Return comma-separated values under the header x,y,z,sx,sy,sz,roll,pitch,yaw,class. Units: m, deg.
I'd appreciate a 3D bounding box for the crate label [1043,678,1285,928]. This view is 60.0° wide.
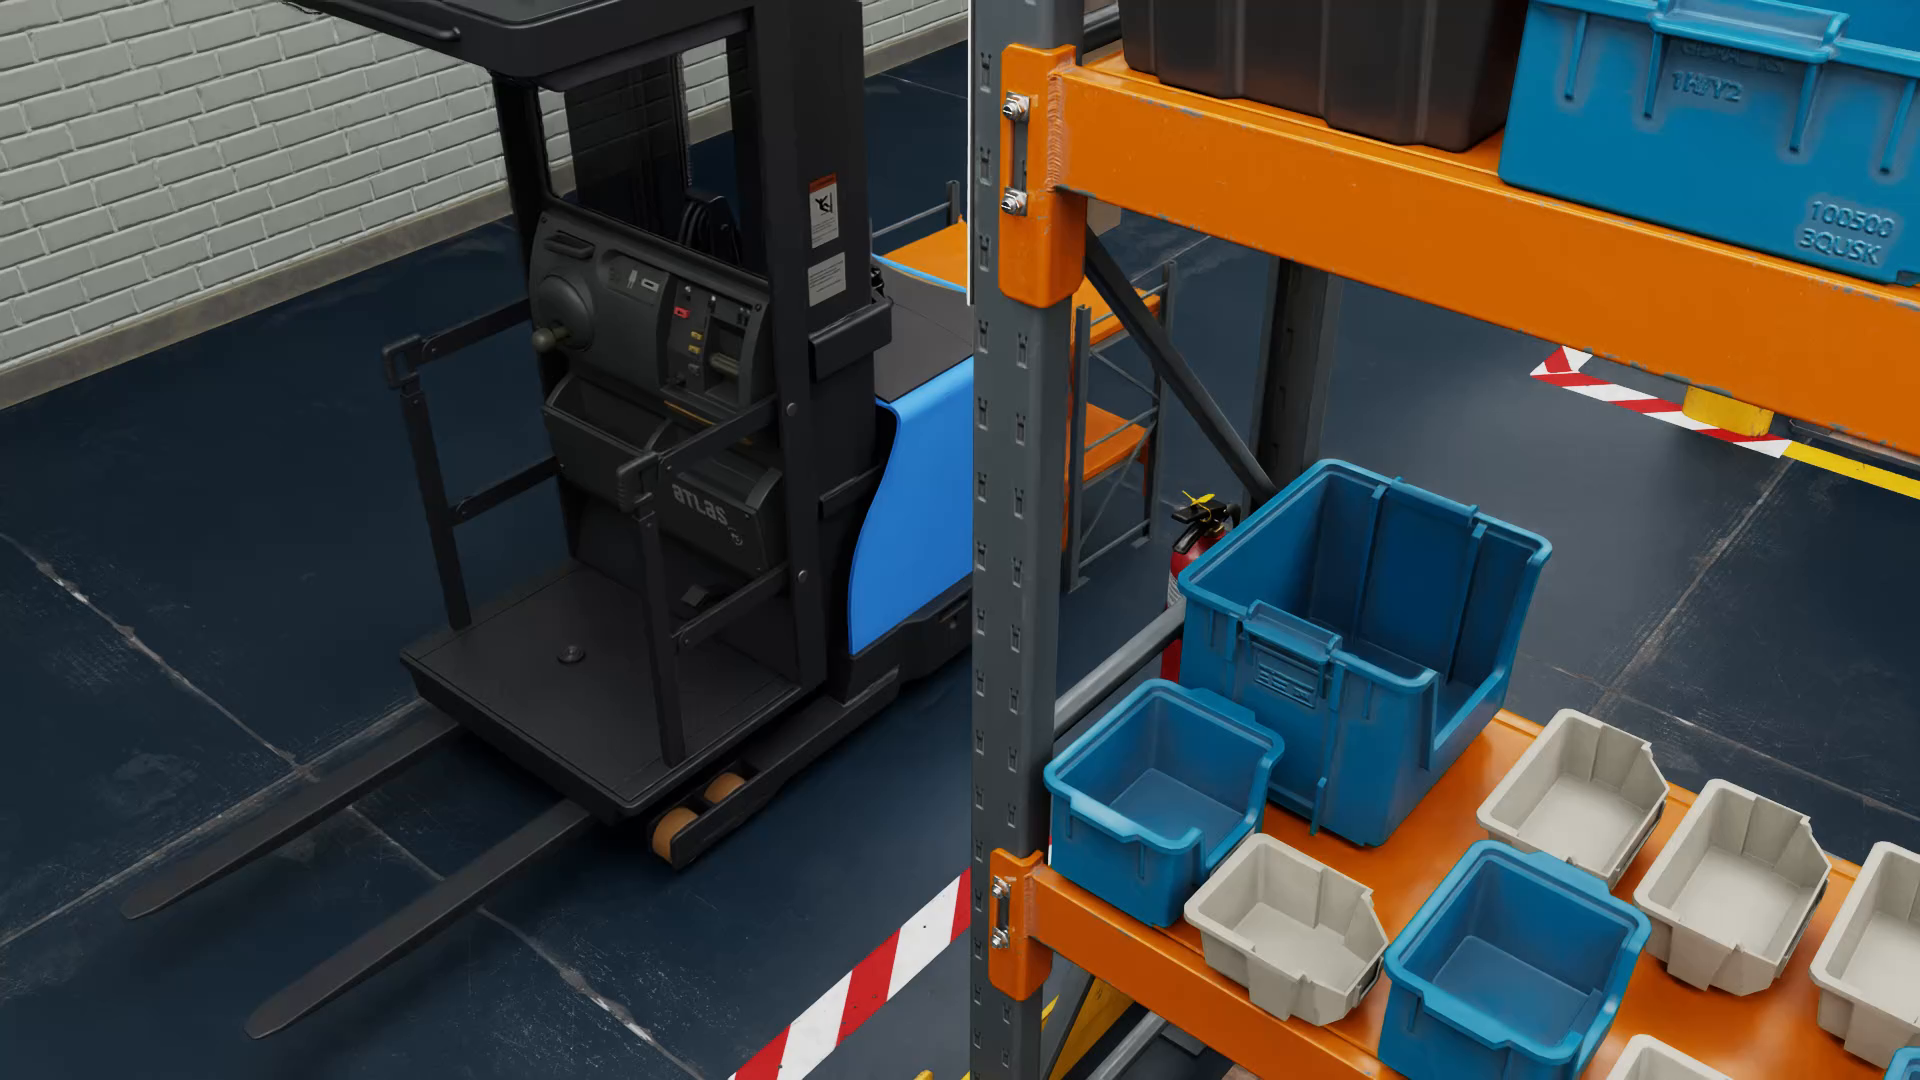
x,y,z,sx,sy,sz,roll,pitch,yaw,class
0.363,0.480,2.996,0.303,0.233,0.416,25,42,32,crate label

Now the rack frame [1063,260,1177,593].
x,y,z,sx,sy,sz,roll,pitch,yaw,class
0.555,-0.381,5.811,0.032,1.125,0.500,28,43,34,rack frame

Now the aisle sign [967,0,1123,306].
x,y,z,sx,sy,sz,roll,pitch,yaw,class
0.139,-0.765,2.418,0.004,0.787,0.394,25,42,32,aisle sign

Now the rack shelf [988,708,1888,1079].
x,y,z,sx,sy,sz,roll,pitch,yaw,class
1.921,1.224,2.453,4.000,0.370,1.077,25,42,32,rack shelf

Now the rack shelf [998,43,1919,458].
x,y,z,sx,sy,sz,roll,pitch,yaw,class
1.921,-0.012,1.604,4.000,0.370,1.077,25,42,32,rack shelf

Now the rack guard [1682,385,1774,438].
x,y,z,sx,sy,sz,roll,pitch,yaw,class
3.535,-0.930,7.162,0.348,0.500,1.175,25,42,32,rack guard

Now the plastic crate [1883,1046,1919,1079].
x,y,z,sx,sy,sz,roll,pitch,yaw,class
1.375,0.957,2.302,0.300,0.233,0.416,25,42,32,plastic crate

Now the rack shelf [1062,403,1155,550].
x,y,z,sx,sy,sz,roll,pitch,yaw,class
0.185,-0.377,6.237,1.000,0.278,0.538,28,43,34,rack shelf

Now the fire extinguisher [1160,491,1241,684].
x,y,z,sx,sy,sz,roll,pitch,yaw,class
0.559,0.137,3.799,0.183,0.674,0.296,25,42,32,fire extinguisher

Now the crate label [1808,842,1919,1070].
x,y,z,sx,sy,sz,roll,pitch,yaw,class
1.570,0.705,2.753,0.243,0.136,0.396,25,42,32,crate label

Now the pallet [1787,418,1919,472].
x,y,z,sx,sy,sz,roll,pitch,yaw,class
4.218,-0.547,6.859,1.213,0.211,1.003,25,42,32,pallet

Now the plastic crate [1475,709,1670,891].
x,y,z,sx,sy,sz,roll,pitch,yaw,class
1.127,0.504,3.047,0.243,0.136,0.396,25,42,32,plastic crate

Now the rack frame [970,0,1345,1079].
x,y,z,sx,sy,sz,roll,pitch,yaw,class
0.384,0.203,3.304,0.127,3.000,1.000,25,42,32,rack frame

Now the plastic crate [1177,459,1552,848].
x,y,z,sx,sy,sz,roll,pitch,yaw,class
0.761,0.204,3.219,0.499,0.435,0.616,25,42,32,plastic crate

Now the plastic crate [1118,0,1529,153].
x,y,z,sx,sy,sz,roll,pitch,yaw,class
0.502,-0.719,2.113,0.590,0.269,0.497,25,42,32,plastic crate

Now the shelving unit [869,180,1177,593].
x,y,z,sx,sy,sz,roll,pitch,yaw,class
0.185,-0.578,6.098,1.048,1.125,0.538,28,43,34,shelving unit

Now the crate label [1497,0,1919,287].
x,y,z,sx,sy,sz,roll,pitch,yaw,class
0.886,-0.497,1.806,0.502,0.251,0.408,25,42,32,crate label

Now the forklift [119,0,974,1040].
x,y,z,sx,sy,sz,roll,pitch,yaw,class
-1.017,-0.579,4.504,1.130,2.935,3.031,25,42,32,forklift

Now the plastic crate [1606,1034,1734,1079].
x,y,z,sx,sy,sz,roll,pitch,yaw,class
1.078,0.918,2.444,0.298,0.136,0.250,25,42,32,plastic crate

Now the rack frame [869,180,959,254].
x,y,z,sx,sy,sz,roll,pitch,yaw,class
-0.184,-0.776,6.386,0.032,1.125,0.500,28,43,34,rack frame

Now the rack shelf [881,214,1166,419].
x,y,z,sx,sy,sz,roll,pitch,yaw,class
0.185,-0.820,5.933,1.000,0.278,0.538,28,43,34,rack shelf

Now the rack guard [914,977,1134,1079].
x,y,z,sx,sy,sz,roll,pitch,yaw,class
0.357,1.231,4.016,0.348,0.500,1.175,25,42,32,rack guard

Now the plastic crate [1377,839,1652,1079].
x,y,z,sx,sy,sz,roll,pitch,yaw,class
0.869,0.719,2.649,0.300,0.233,0.416,25,42,32,plastic crate

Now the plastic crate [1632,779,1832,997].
x,y,z,sx,sy,sz,roll,pitch,yaw,class
1.340,0.615,2.885,0.243,0.136,0.396,25,42,32,plastic crate

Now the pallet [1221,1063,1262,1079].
x,y,z,sx,sy,sz,roll,pitch,yaw,class
0.993,1.668,3.634,1.213,0.211,1.003,25,42,32,pallet

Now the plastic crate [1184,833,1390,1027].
x,y,z,sx,sy,sz,roll,pitch,yaw,class
0.557,0.672,2.802,0.298,0.136,0.250,25,42,32,plastic crate
